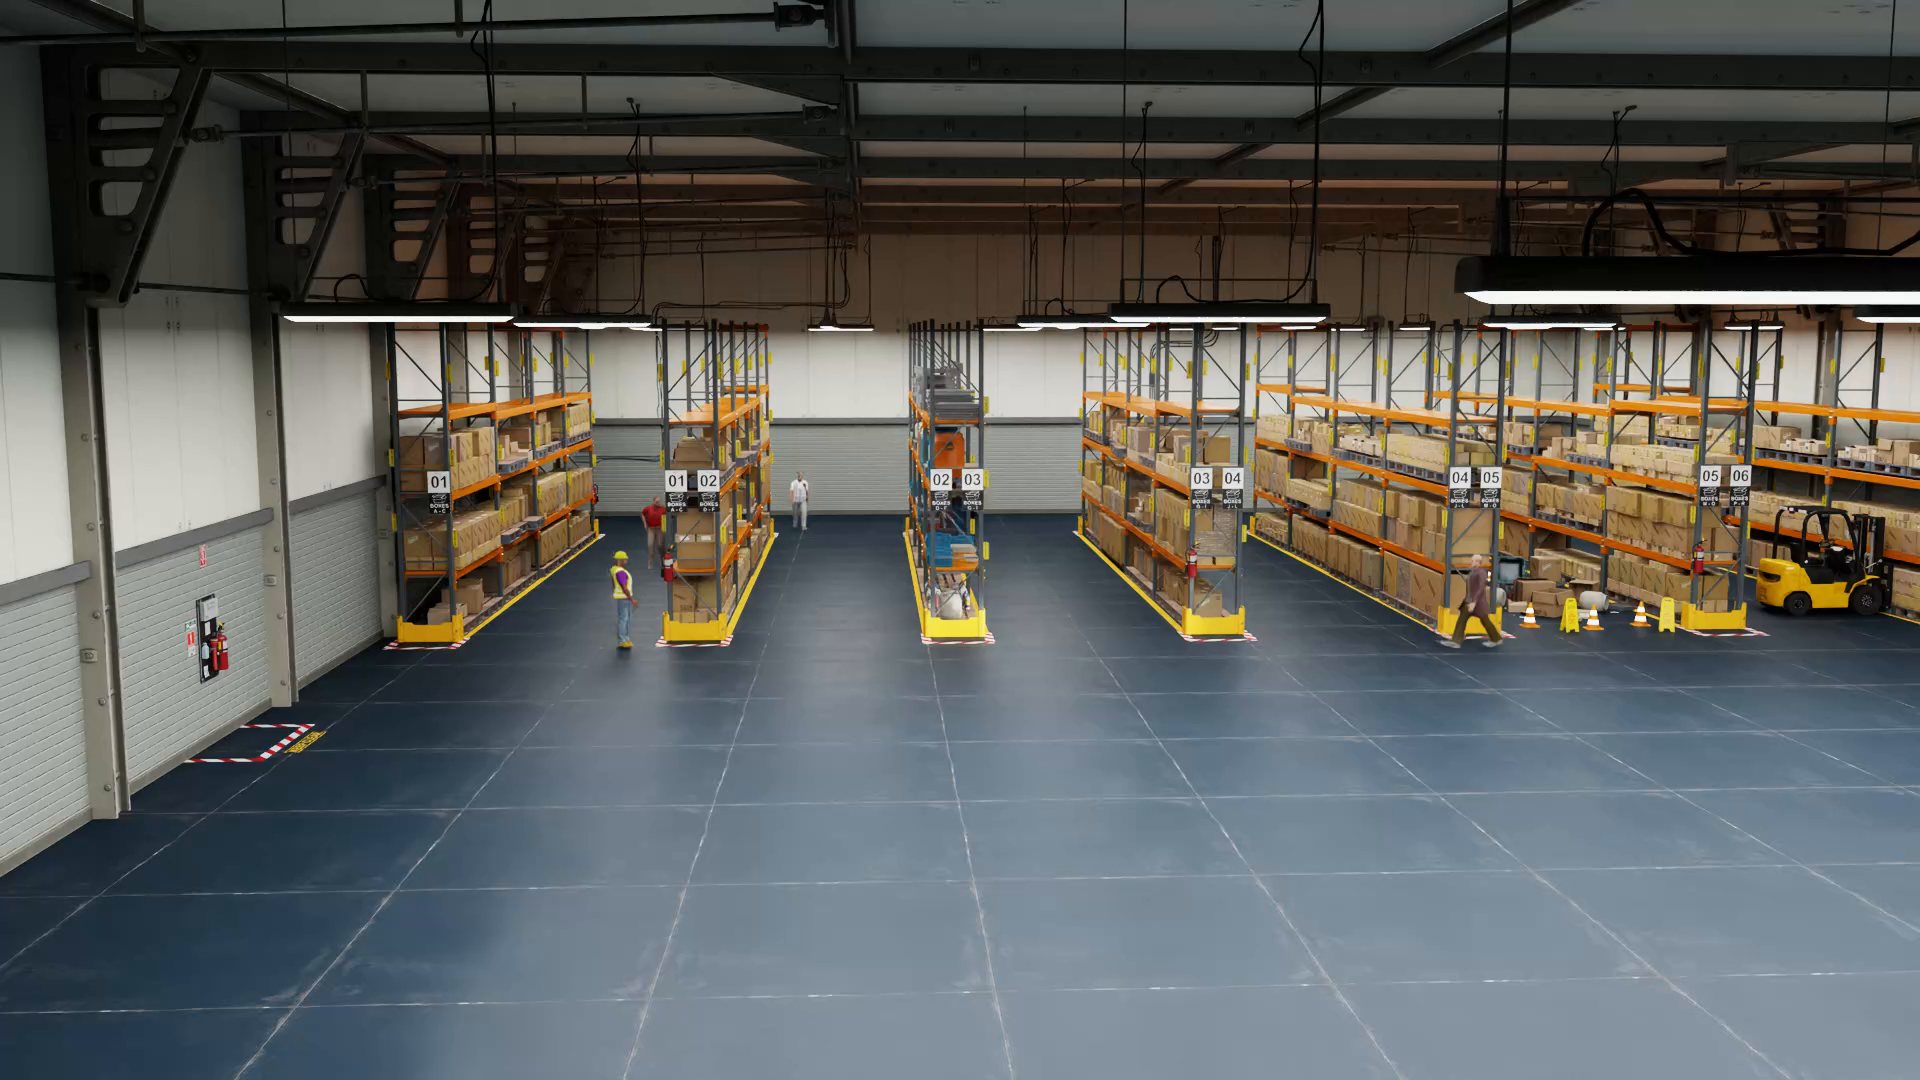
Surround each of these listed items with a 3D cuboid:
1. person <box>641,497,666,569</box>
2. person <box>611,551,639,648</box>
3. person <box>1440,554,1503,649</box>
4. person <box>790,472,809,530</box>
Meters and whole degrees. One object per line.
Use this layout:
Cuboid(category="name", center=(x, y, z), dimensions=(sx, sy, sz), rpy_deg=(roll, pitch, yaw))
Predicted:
Cuboid(category="person", center=(-7.519, -0.183, 41.036), dimensions=(0.696, 1.780, 0.846), rpy_deg=(0, 7, 2))
Cuboid(category="person", center=(-6.145, 1.099, 30.542), dimensions=(0.570, 1.814, 0.638), rpy_deg=(0, 7, 2))
Cuboid(category="person", center=(9.370, 1.126, 30.242), dimensions=(1.110, 1.738, 0.550), rpy_deg=(-3, 8, -21))
Cuboid(category="person", center=(-4.706, -1.158, 48.783), dimensions=(0.558, 1.719, 1.025), rpy_deg=(-1, 7, -9))
